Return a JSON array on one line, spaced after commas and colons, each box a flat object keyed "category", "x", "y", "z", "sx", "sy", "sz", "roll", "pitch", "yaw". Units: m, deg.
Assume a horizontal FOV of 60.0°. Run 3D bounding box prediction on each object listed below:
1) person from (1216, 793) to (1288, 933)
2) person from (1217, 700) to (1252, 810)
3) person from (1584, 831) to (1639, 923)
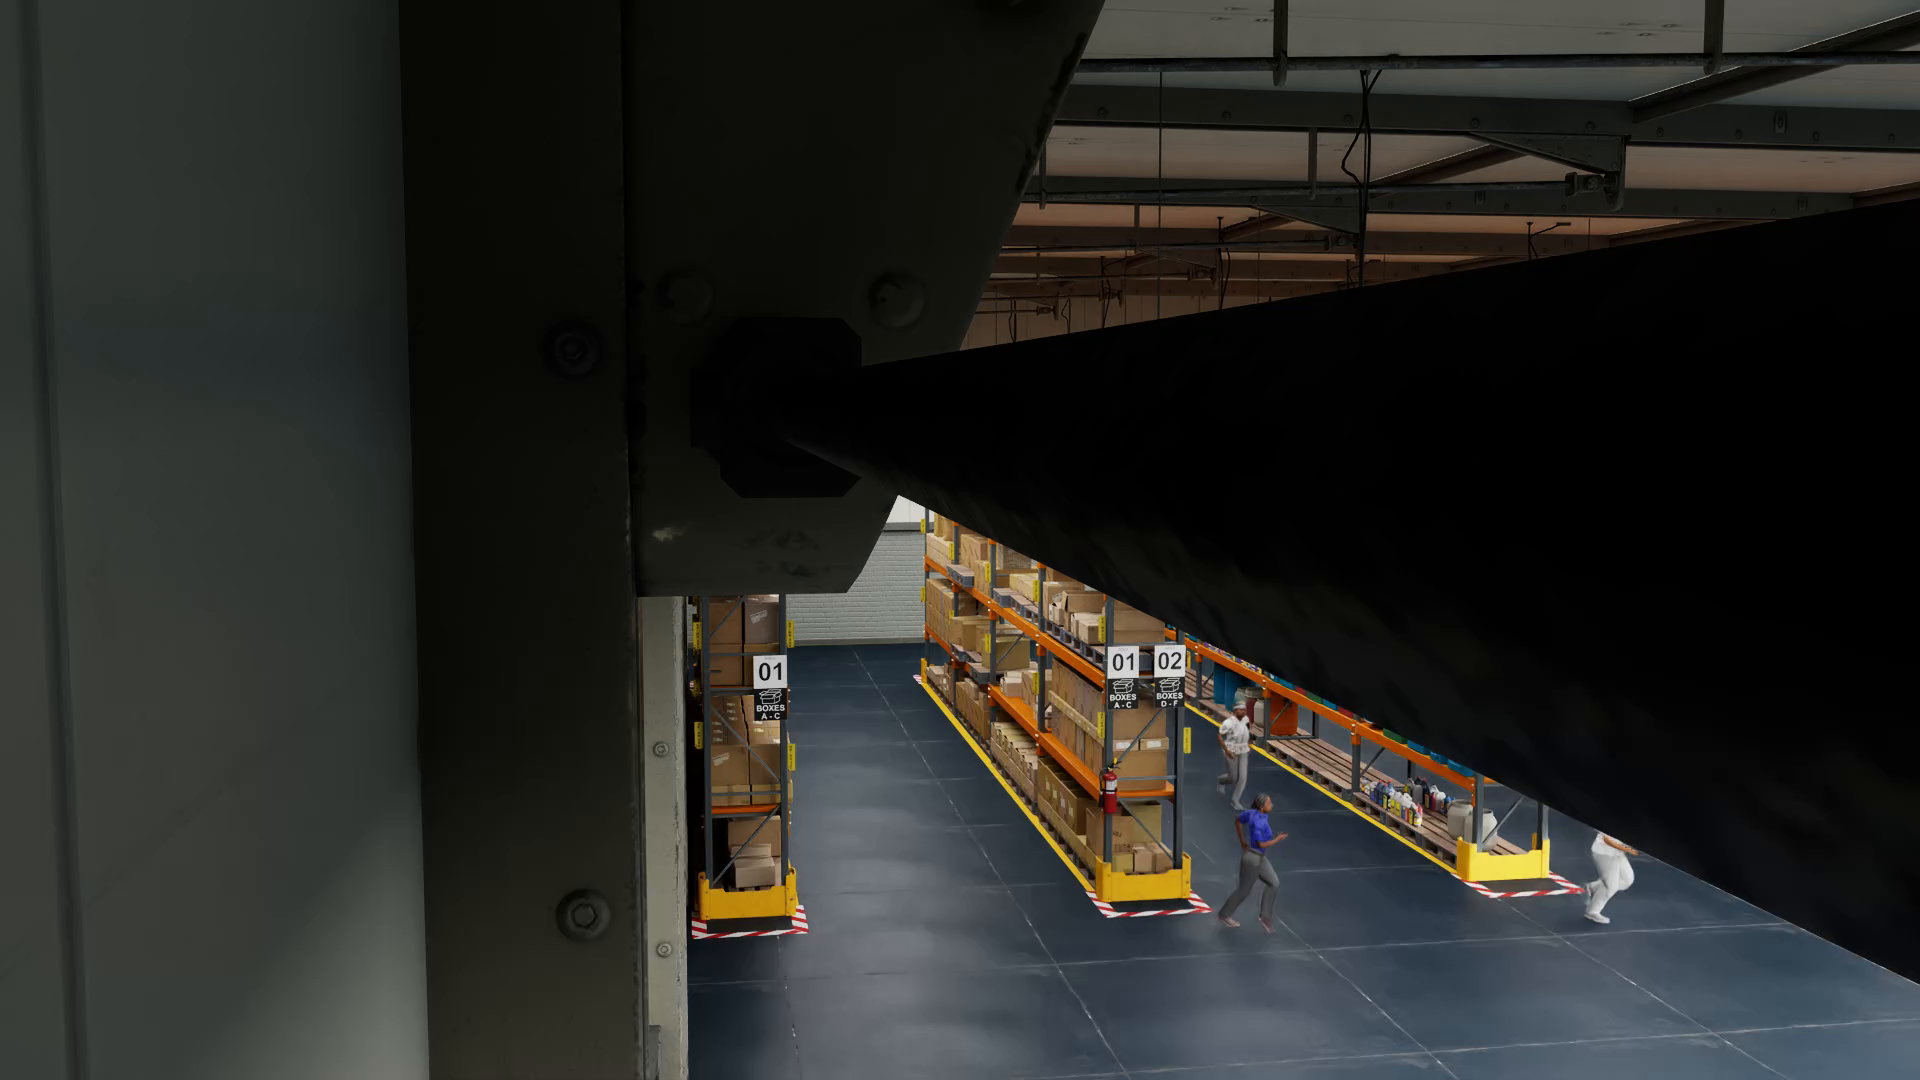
[{"category": "person", "x": 3.422, "y": 3.807, "z": 19.492, "sx": 0.812, "sy": 1.725, "sz": 0.544, "roll": 1, "pitch": 5, "yaw": 15}, {"category": "person", "x": 4.229, "y": 3.266, "z": 25.581, "sx": 0.598, "sy": 1.671, "sz": 0.666, "roll": -2, "pitch": 5, "yaw": -24}, {"category": "person", "x": 7.847, "y": 3.776, "z": 19.962, "sx": 0.592, "sy": 1.631, "sz": 0.639, "roll": 3, "pitch": 6, "yaw": 32}]
